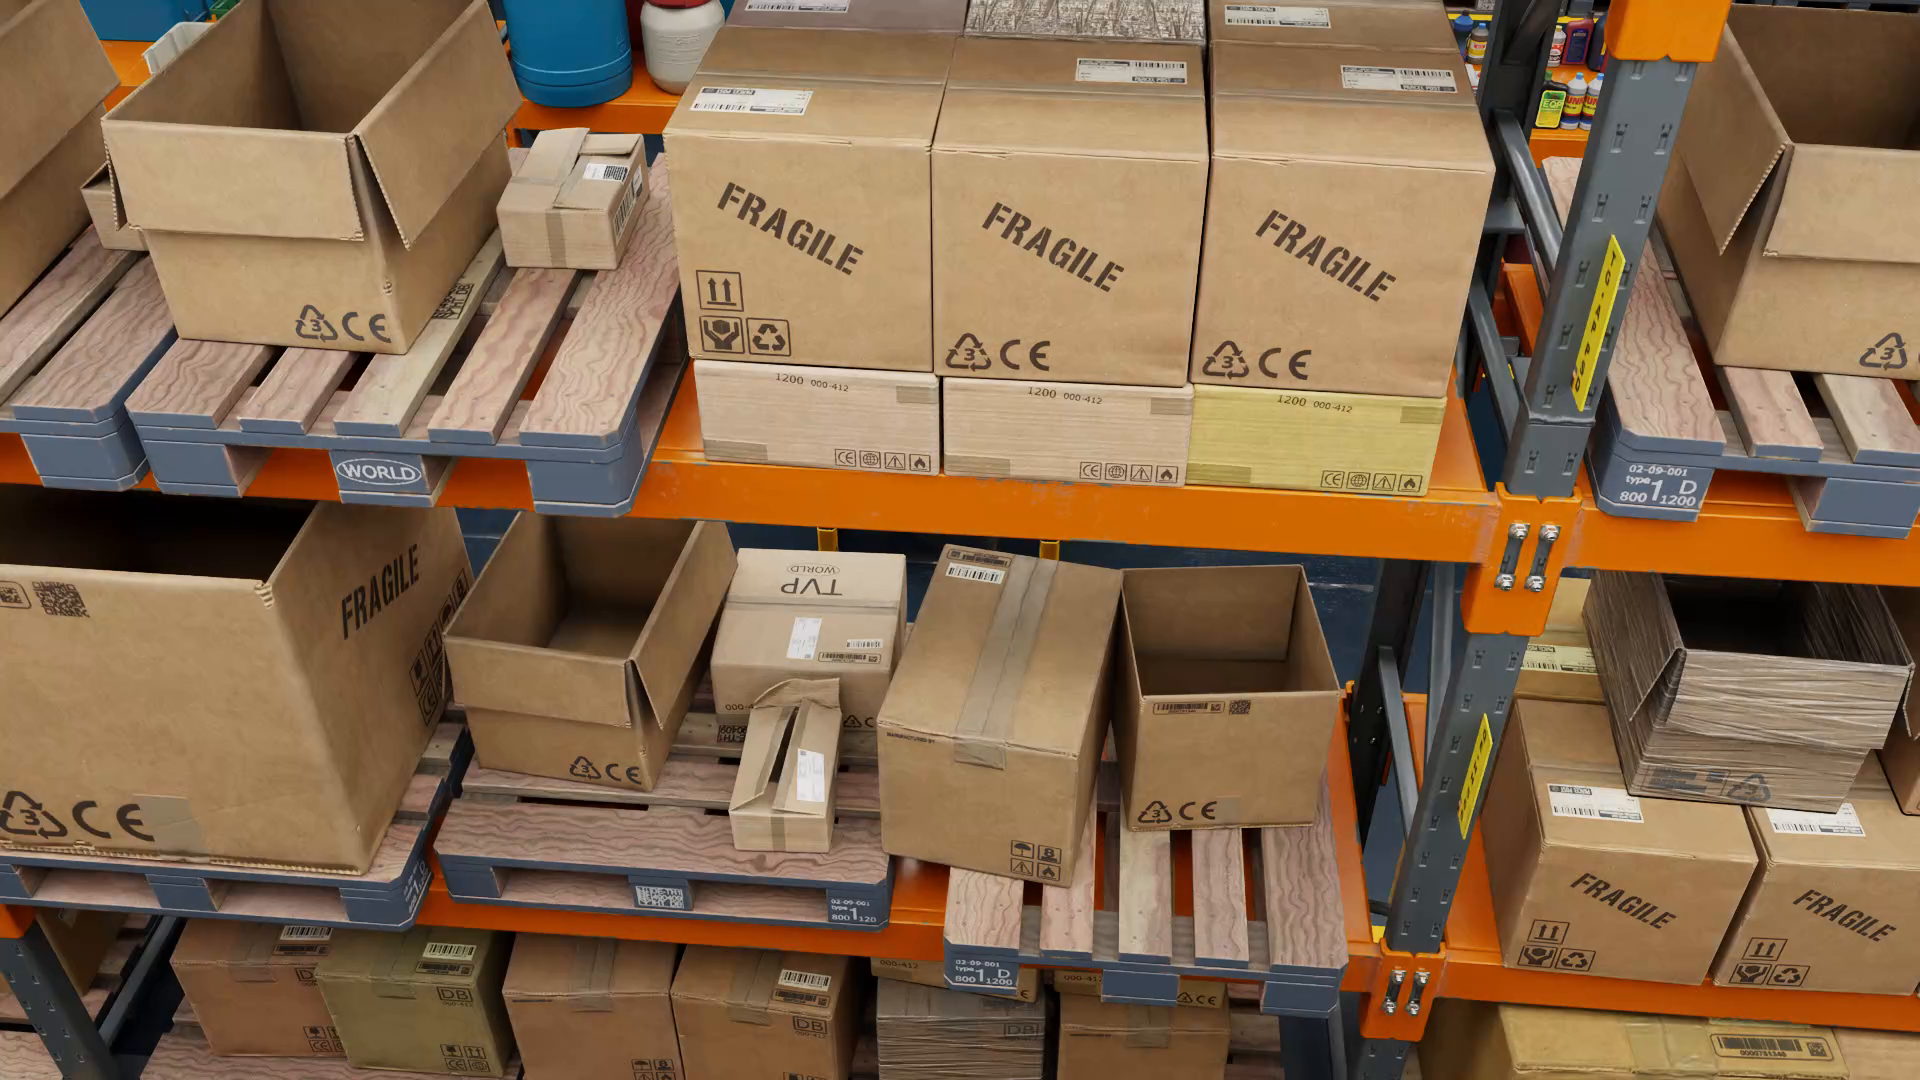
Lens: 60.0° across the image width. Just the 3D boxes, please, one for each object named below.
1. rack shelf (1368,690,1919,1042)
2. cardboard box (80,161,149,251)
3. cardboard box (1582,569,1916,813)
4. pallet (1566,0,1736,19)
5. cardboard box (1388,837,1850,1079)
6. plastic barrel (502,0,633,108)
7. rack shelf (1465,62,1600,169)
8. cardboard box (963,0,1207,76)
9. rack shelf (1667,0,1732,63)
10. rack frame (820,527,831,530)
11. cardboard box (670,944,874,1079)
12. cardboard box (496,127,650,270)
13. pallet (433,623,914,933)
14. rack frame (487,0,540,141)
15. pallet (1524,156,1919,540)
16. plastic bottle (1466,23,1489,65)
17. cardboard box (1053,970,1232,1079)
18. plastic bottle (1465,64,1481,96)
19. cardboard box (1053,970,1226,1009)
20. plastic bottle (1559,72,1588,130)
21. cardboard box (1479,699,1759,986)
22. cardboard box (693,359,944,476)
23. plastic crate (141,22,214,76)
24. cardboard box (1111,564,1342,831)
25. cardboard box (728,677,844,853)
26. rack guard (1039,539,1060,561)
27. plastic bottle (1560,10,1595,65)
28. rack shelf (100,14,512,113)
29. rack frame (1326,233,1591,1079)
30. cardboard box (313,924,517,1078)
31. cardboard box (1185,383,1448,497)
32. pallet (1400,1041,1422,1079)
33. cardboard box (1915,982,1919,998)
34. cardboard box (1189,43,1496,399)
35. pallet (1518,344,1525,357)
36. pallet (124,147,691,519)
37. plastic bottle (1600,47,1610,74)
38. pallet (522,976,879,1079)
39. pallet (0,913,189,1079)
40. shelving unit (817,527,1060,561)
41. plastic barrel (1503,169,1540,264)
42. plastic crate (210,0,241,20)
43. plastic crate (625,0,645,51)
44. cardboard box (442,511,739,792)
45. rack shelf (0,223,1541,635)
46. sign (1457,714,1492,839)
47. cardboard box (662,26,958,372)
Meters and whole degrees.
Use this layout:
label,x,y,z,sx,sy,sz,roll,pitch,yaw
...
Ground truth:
label,x,y,z,sx,sy,sz,roll,pitch,yaw
rack shelf,3.219,1.012,4.700,4.000,0.370,1.077,3,39,4
cardboard box,-1.814,-0.880,3.852,0.258,0.266,0.396,4,39,5
cardboard box,1.953,0.246,4.197,0.637,0.503,0.797,4,39,5
pallet,5.256,-4.327,12.899,1.213,0.211,1.003,3,39,4
cardboard box,1.912,1.336,5.083,0.875,0.875,1.225,1,39,2
plastic barrel,-1.973,-2.692,8.284,0.708,0.901,0.600,3,39,4
rack shelf,3.646,-2.103,8.527,4.000,0.370,1.077,3,39,4
cardboard box,0.275,-0.989,3.738,0.500,0.500,0.500,3,39,4
rack shelf,3.219,-1.160,2.933,4.000,0.370,1.077,3,39,4
rack frame,-0.591,-0.614,7.316,0.032,1.500,0.500,3,39,4
cardboard box,-0.562,1.350,5.347,0.500,0.500,0.700,6,40,8
cardboard box,-0.882,-0.790,3.821,0.250,0.166,0.380,2,39,3
pallet,-0.749,0.616,4.768,1.213,0.211,1.003,3,39,4
rack frame,-2.331,-2.709,8.702,0.127,3.000,1.000,3,39,4
pallet,1.872,-0.464,3.718,1.003,0.211,1.213,5,39,6
plastic bottle,2.728,-2.614,8.743,0.097,0.201,0.097,0,39,0
cardboard box,0.557,1.399,5.287,0.500,0.500,0.700,1,39,1
plastic bottle,2.518,-2.191,8.164,0.135,0.276,0.152,3,39,4
cardboard box,0.556,1.114,5.042,0.500,0.250,0.500,5,39,6
plastic bottle,2.994,-2.146,8.112,0.097,0.271,0.097,0,39,0
cardboard box,1.687,0.783,4.333,0.500,0.500,0.500,4,39,5
cardboard box,-0.264,-0.400,3.608,0.500,0.250,0.500,4,39,5
plastic crate,-3.971,-2.536,8.698,0.437,0.136,0.530,3,39,4
cardboard box,0.685,0.418,4.448,0.500,0.500,0.500,-1,39,-2
cardboard box,-0.458,0.592,4.420,0.258,0.266,0.396,2,39,3
rack guard,0.420,-0.074,7.643,0.087,0.250,0.587,3,39,4
plastic bottle,3.232,-2.630,8.697,0.133,0.283,0.061,3,39,4
rack shelf,-4.324,-2.539,9.063,4.000,0.370,1.077,3,39,4
rack frame,1.226,0.624,4.607,0.127,3.000,1.000,3,39,4
cardboard box,-1.675,1.290,5.421,0.500,0.500,0.700,3,39,4
cardboard box,0.732,-0.353,3.550,0.500,0.250,0.500,3,39,4
pallet,2.005,1.796,5.376,1.213,0.211,1.003,3,39,4
cardboard box,2.712,0.835,4.268,0.500,0.500,0.500,2,39,3
cardboard box,0.729,-0.641,3.309,0.500,0.500,0.500,4,39,5
pallet,3.655,-1.325,9.210,1.213,0.211,1.003,3,39,4
pallet,-1.119,-0.529,3.796,1.003,0.211,1.213,3,39,4
plastic bottle,3.404,-2.529,8.573,0.133,0.283,0.061,3,39,4
pallet,-0.764,1.594,5.624,1.213,0.211,1.003,3,39,4
pallet,-3.431,1.473,5.773,1.213,0.211,1.003,3,39,4
shelving unit,-0.076,-0.586,7.282,1.083,1.500,0.587,3,39,4
plastic barrel,3.268,-1.641,8.968,0.708,0.588,0.600,3,39,4
plastic crate,-3.659,-2.878,9.078,0.662,0.188,0.450,3,39,4
plastic crate,-1.823,-2.900,8.886,0.583,0.464,0.402,3,39,4
cardboard box,-1.024,0.240,4.665,0.637,0.503,0.797,7,40,8
rack shelf,-0.766,-0.369,4.021,4.000,0.370,1.077,3,39,4
sign,1.189,0.548,3.847,0.005,0.325,0.100,3,39,4
cardboard box,-0.274,-0.698,3.380,0.500,0.500,0.500,4,39,5
